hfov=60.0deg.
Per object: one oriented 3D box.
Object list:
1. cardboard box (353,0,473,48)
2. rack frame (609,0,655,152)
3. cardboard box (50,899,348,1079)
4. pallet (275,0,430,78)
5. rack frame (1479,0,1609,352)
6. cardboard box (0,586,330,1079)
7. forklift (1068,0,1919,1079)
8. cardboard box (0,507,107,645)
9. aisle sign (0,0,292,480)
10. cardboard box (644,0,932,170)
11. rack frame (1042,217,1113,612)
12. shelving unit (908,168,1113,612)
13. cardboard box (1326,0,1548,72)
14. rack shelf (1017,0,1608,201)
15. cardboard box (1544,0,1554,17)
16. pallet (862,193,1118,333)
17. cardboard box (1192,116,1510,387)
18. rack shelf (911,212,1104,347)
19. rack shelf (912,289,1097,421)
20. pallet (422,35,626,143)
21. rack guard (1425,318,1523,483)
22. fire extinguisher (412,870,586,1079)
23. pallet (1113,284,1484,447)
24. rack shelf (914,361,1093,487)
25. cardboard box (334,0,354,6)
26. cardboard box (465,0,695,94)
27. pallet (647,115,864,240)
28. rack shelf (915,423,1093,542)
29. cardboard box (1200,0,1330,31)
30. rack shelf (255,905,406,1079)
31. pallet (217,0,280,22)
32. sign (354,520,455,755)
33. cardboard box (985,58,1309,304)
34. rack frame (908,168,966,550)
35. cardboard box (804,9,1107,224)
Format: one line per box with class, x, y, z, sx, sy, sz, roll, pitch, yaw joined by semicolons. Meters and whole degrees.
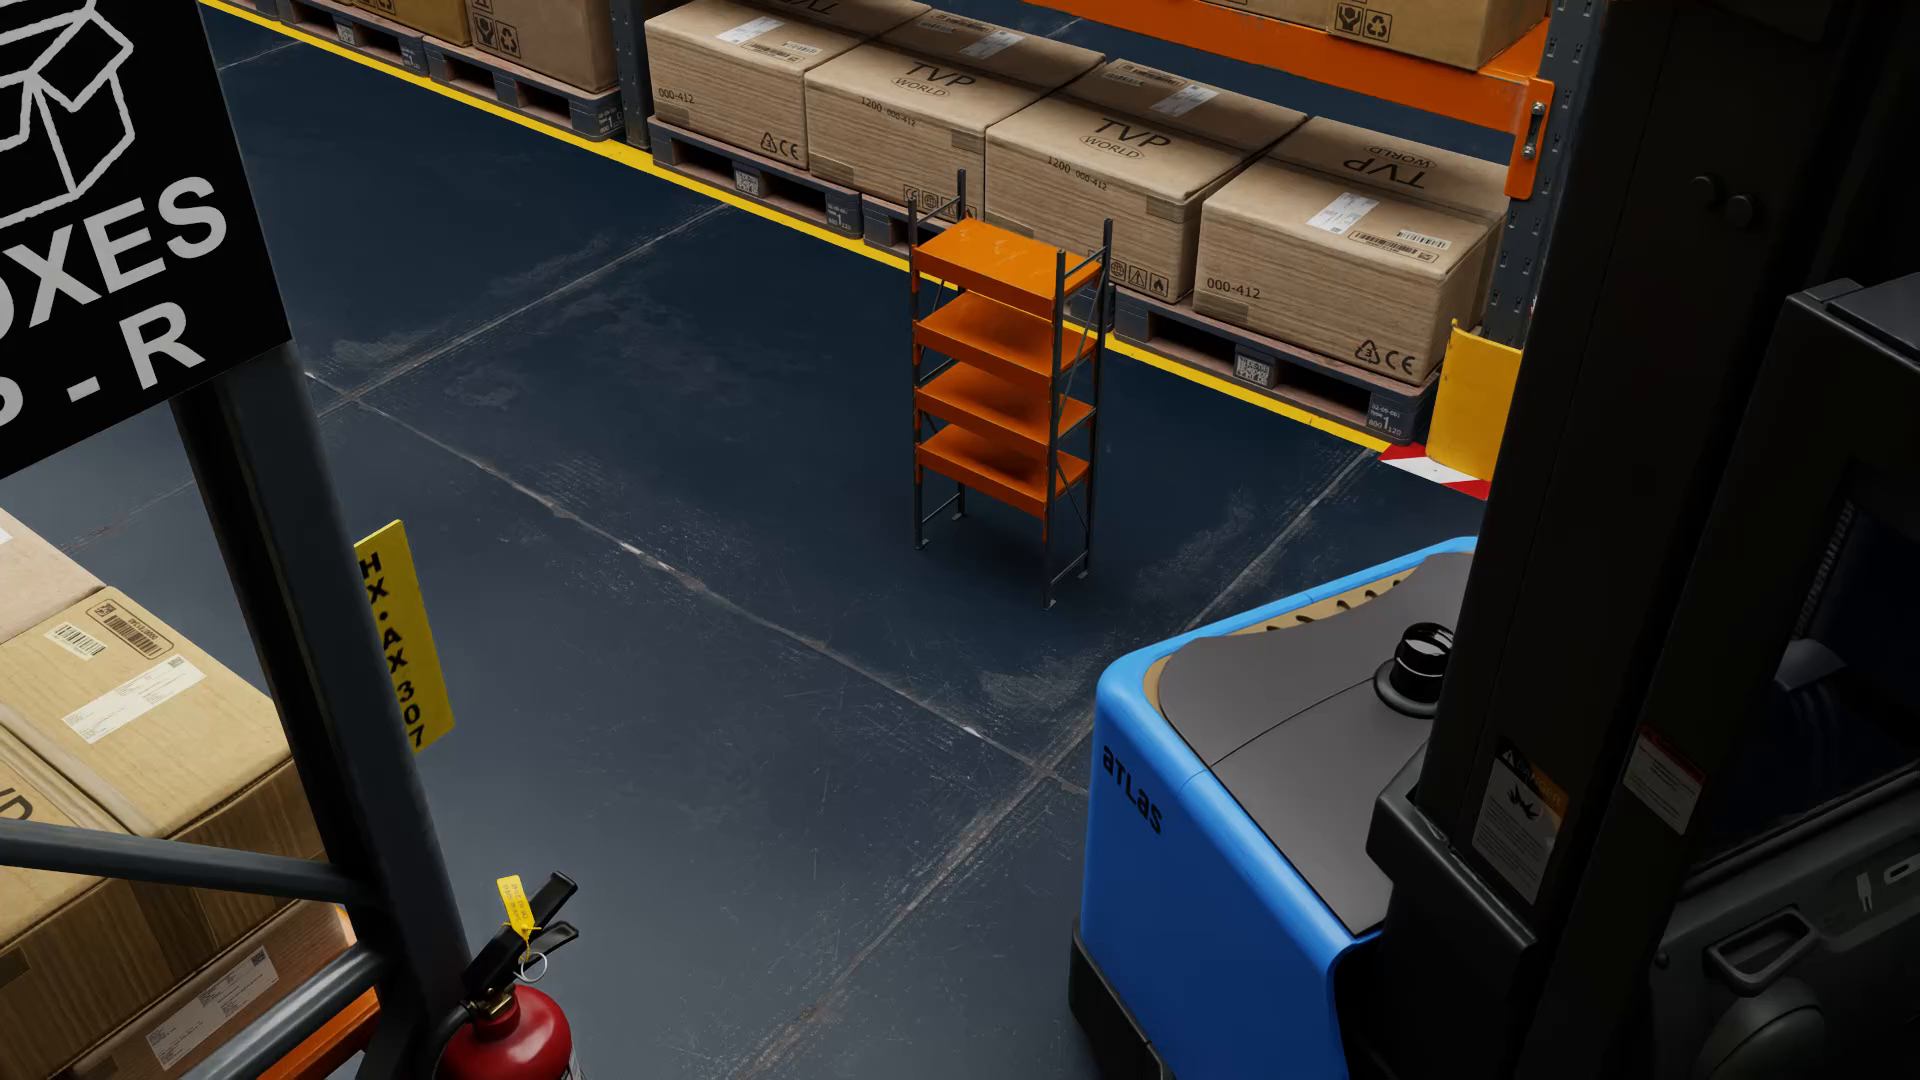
cardboard box;-2.421;-3.051;8.097;0.875;0.875;0.875;27;45;30
rack frame;-1.157;-3.195;6.897;0.127;3.000;1.000;25;45;29
cardboard box;-1.087;0.577;2.284;0.250;0.149;0.380;25;44;28
pallet;-2.789;-2.806;8.662;1.213;0.211;1.003;25;45;29
rack frame;2.020;-1.697;4.984;0.127;3.000;1.000;25;45;29
cardboard box;-1.190;0.375;2.218;0.500;0.250;0.500;25;45;29
forklift;1.363;0.606;2.098;1.130;2.935;3.031;-17;41;-21
cardboard box;-1.590;0.187;2.459;0.500;0.250;0.500;26;45;29
aisle sign;-0.760;-0.407;1.227;0.004;0.787;0.394;25;45;29
cardboard box;-0.724;-2.064;7.190;0.875;0.438;0.875;25;44;28
rack frame;0.325;-0.319;4.684;0.015;1.200;0.240;25;45;29
shelving unit;0.132;-0.410;4.801;0.503;1.200;0.258;25;45;29
cardboard box;1.476;-1.787;5.018;0.500;0.500;0.500;26;45;29
rack shelf;0.431;-2.162;6.162;4.000;0.370;1.077;25;45;29
cardboard box;1.813;-2.056;5.362;0.500;0.500;0.500;25;44;28
pallet;0.372;-1.317;6.761;1.213;0.211;1.003;25;45;29
cardboard box;1.435;-1.051;5.897;0.875;0.438;0.875;24;44;27
rack shelf;0.132;-0.720;4.559;0.480;0.148;0.258;25;45;29
rack shelf;0.132;-0.534;4.705;0.480;0.148;0.258;25;45;29
pallet;-1.816;-2.349;8.079;1.213;0.211;1.003;25;45;29
rack guard;2.039;-0.703;5.743;0.348;0.500;1.175;25;45;29
fire extinguisher;-0.595;0.741;2.235;0.183;0.674;0.296;25;45;29
pallet;1.337;-0.860;6.177;1.213;0.211;1.003;25;45;29
rack shelf;0.132;-0.357;4.842;0.480;0.148;0.258;25;45;29
cardboard box;-3.131;-3.386;8.525;0.875;0.875;0.875;26;45;29
cardboard box;-1.699;-2.717;7.669;0.875;0.875;0.875;27;45;30
pallet;-0.601;-1.774;7.344;1.213;0.211;1.003;25;45;29
rack shelf;0.132;-0.201;4.965;0.480;0.148;0.258;25;45;29
cardboard box;1.086;-1.982;5.268;0.500;0.500;0.500;24;44;28
rack shelf;-2.581;0.269;3.056;4.000;0.370;1.077;25;45;29
pallet;-3.754;-3.263;9.246;1.213;0.211;1.003;25;45;29
sign;-0.663;0.129;1.950;0.005;0.325;0.100;25;45;29
cardboard box;0.703;-1.390;6.330;0.875;0.438;0.875;27;45;30
rack frame;-0.062;-0.502;4.918;0.015;1.200;0.240;25;45;29
cardboard box;-0.013;-1.729;6.762;0.875;0.438;0.875;24;44;27
